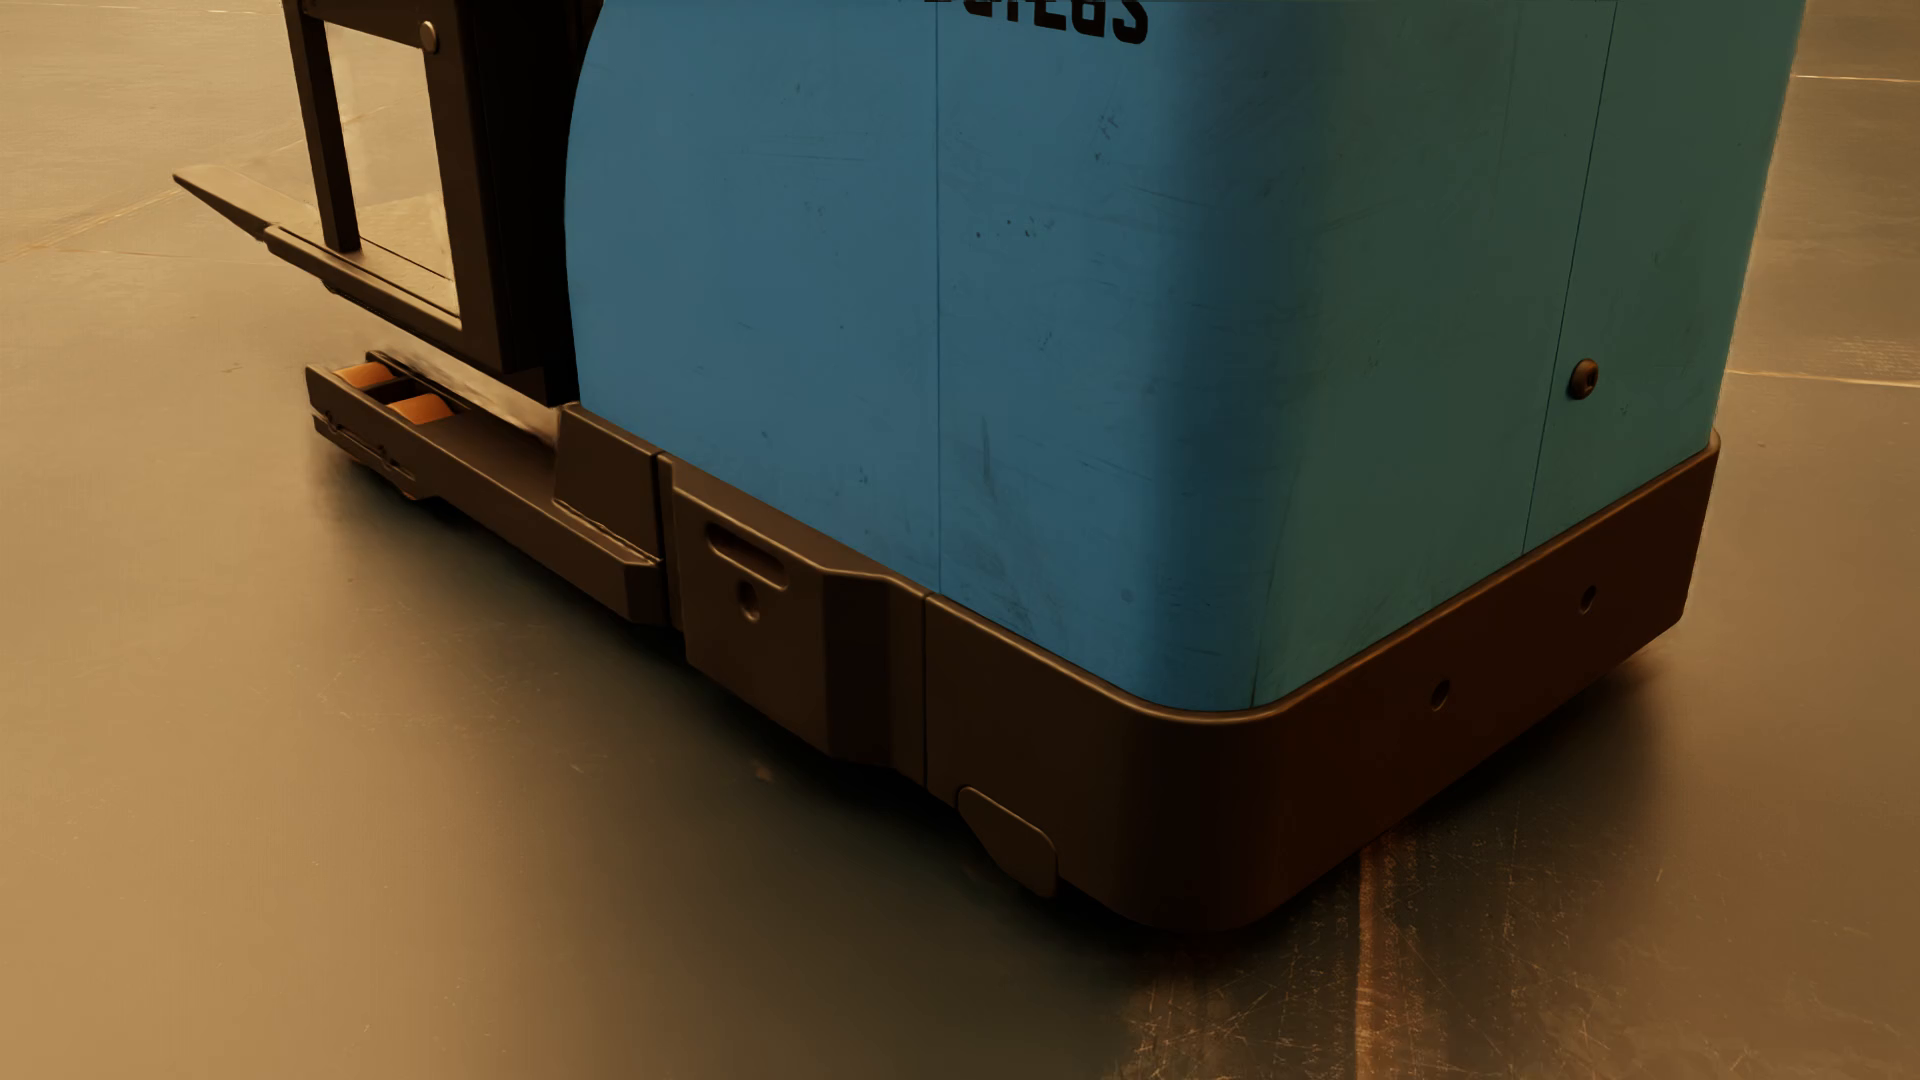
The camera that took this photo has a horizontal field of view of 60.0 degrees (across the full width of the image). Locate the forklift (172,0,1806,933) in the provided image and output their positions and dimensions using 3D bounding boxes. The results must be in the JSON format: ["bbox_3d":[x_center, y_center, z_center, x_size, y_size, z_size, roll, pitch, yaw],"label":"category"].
[{"bbox_3d":[-0.423,-1.508,2.236,1.130,2.935,3.031,-23,35,-37],"label":"forklift"}]
